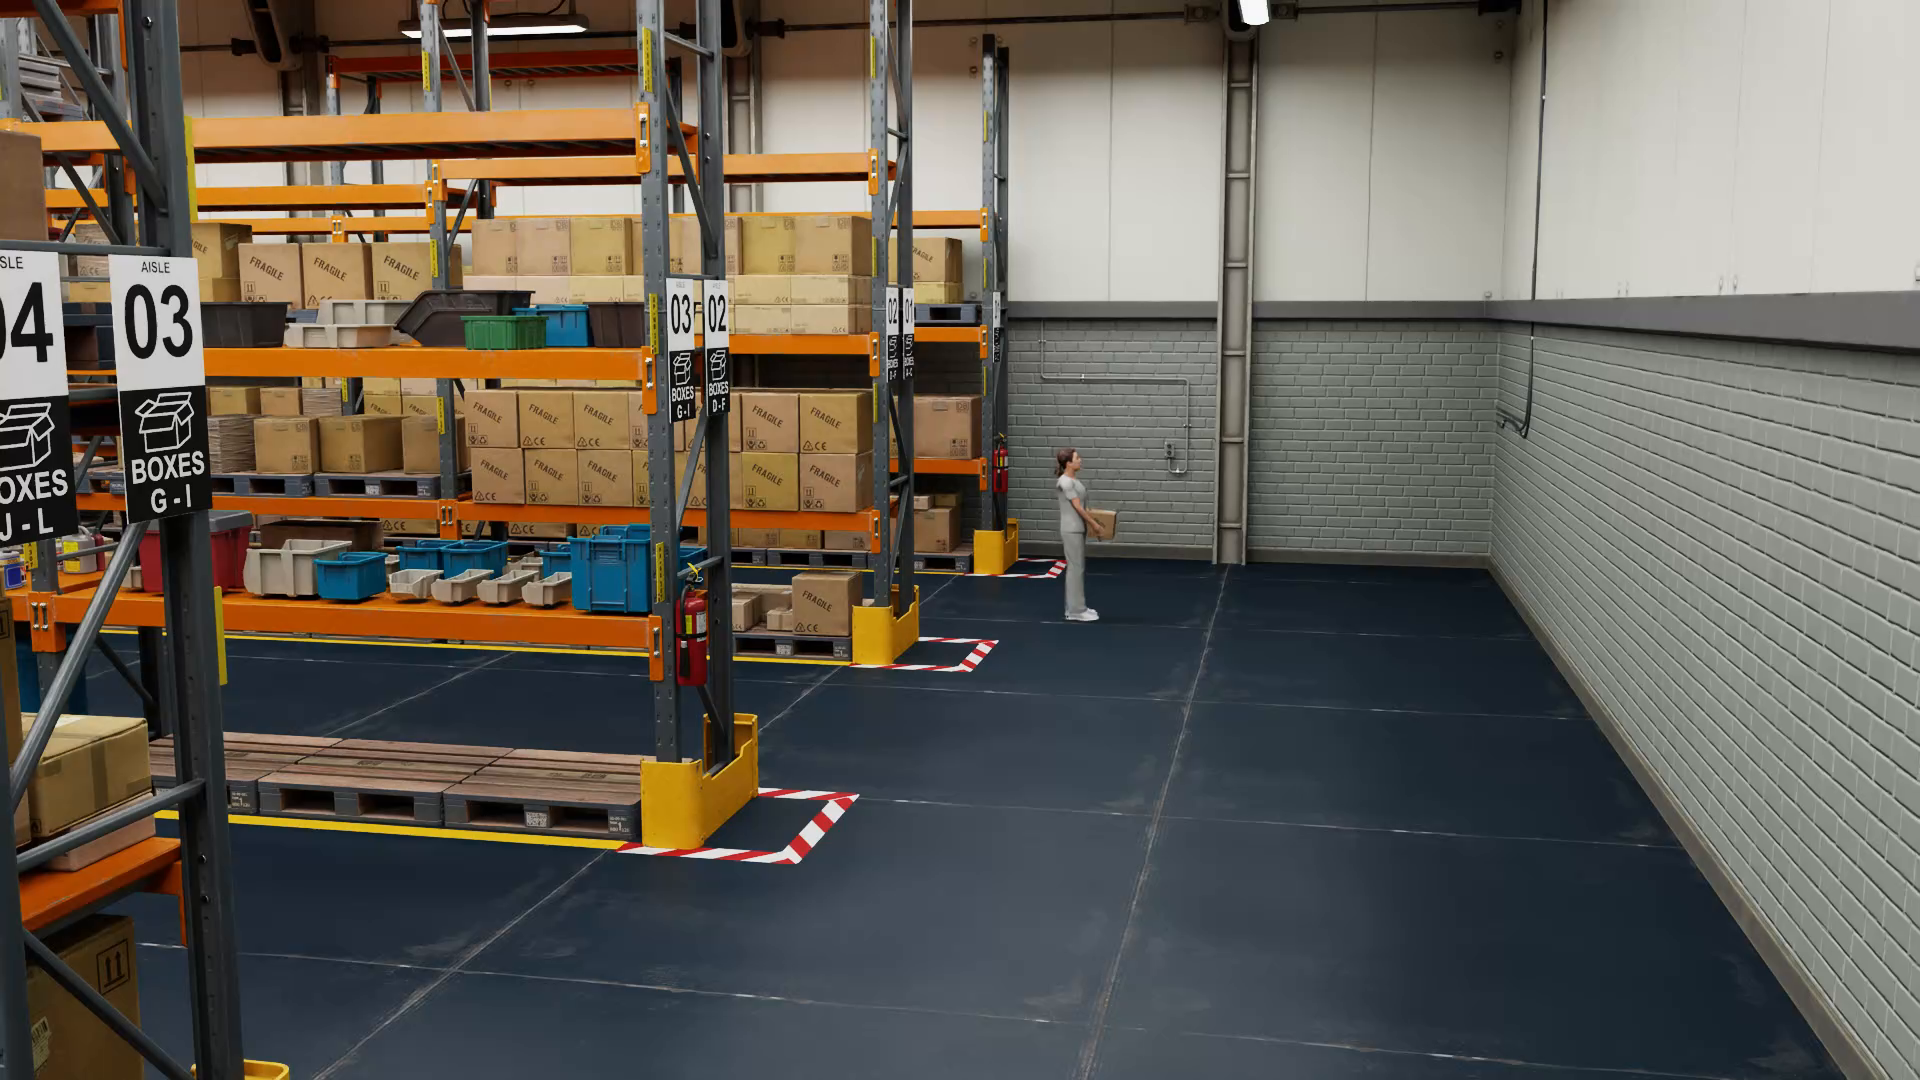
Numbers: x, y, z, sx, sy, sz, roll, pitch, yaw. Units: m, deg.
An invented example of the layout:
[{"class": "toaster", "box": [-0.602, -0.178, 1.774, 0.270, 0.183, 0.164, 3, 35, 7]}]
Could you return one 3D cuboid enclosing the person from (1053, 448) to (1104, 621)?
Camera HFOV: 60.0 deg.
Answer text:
[{"class": "person", "box": [1.165, -0.060, 16.293, 0.525, 1.662, 0.467, 2, 8, 11]}]
